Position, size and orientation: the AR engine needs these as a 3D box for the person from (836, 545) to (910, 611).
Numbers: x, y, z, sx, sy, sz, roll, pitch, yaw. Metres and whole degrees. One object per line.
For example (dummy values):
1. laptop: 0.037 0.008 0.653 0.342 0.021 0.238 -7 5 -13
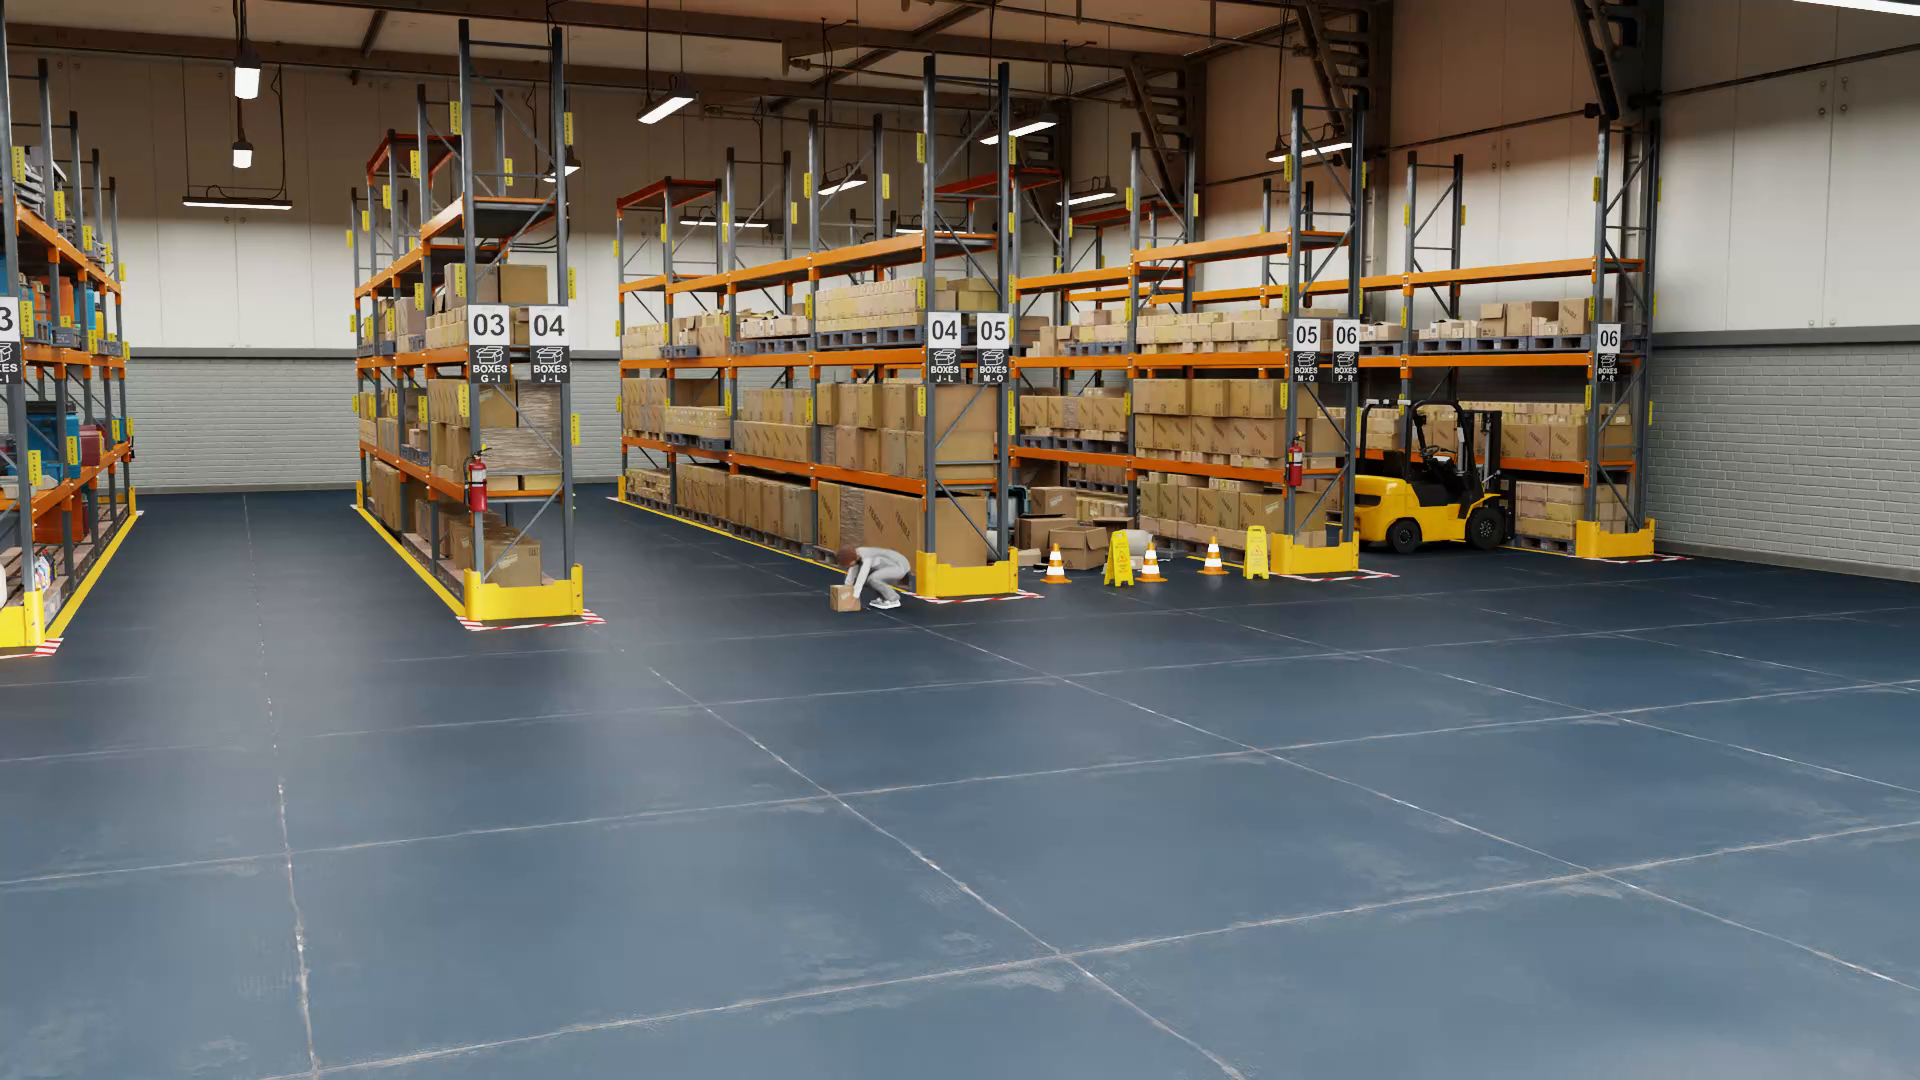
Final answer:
1. person: -0.940 0.407 17.895 0.850 0.731 0.425 -3 6 -25
